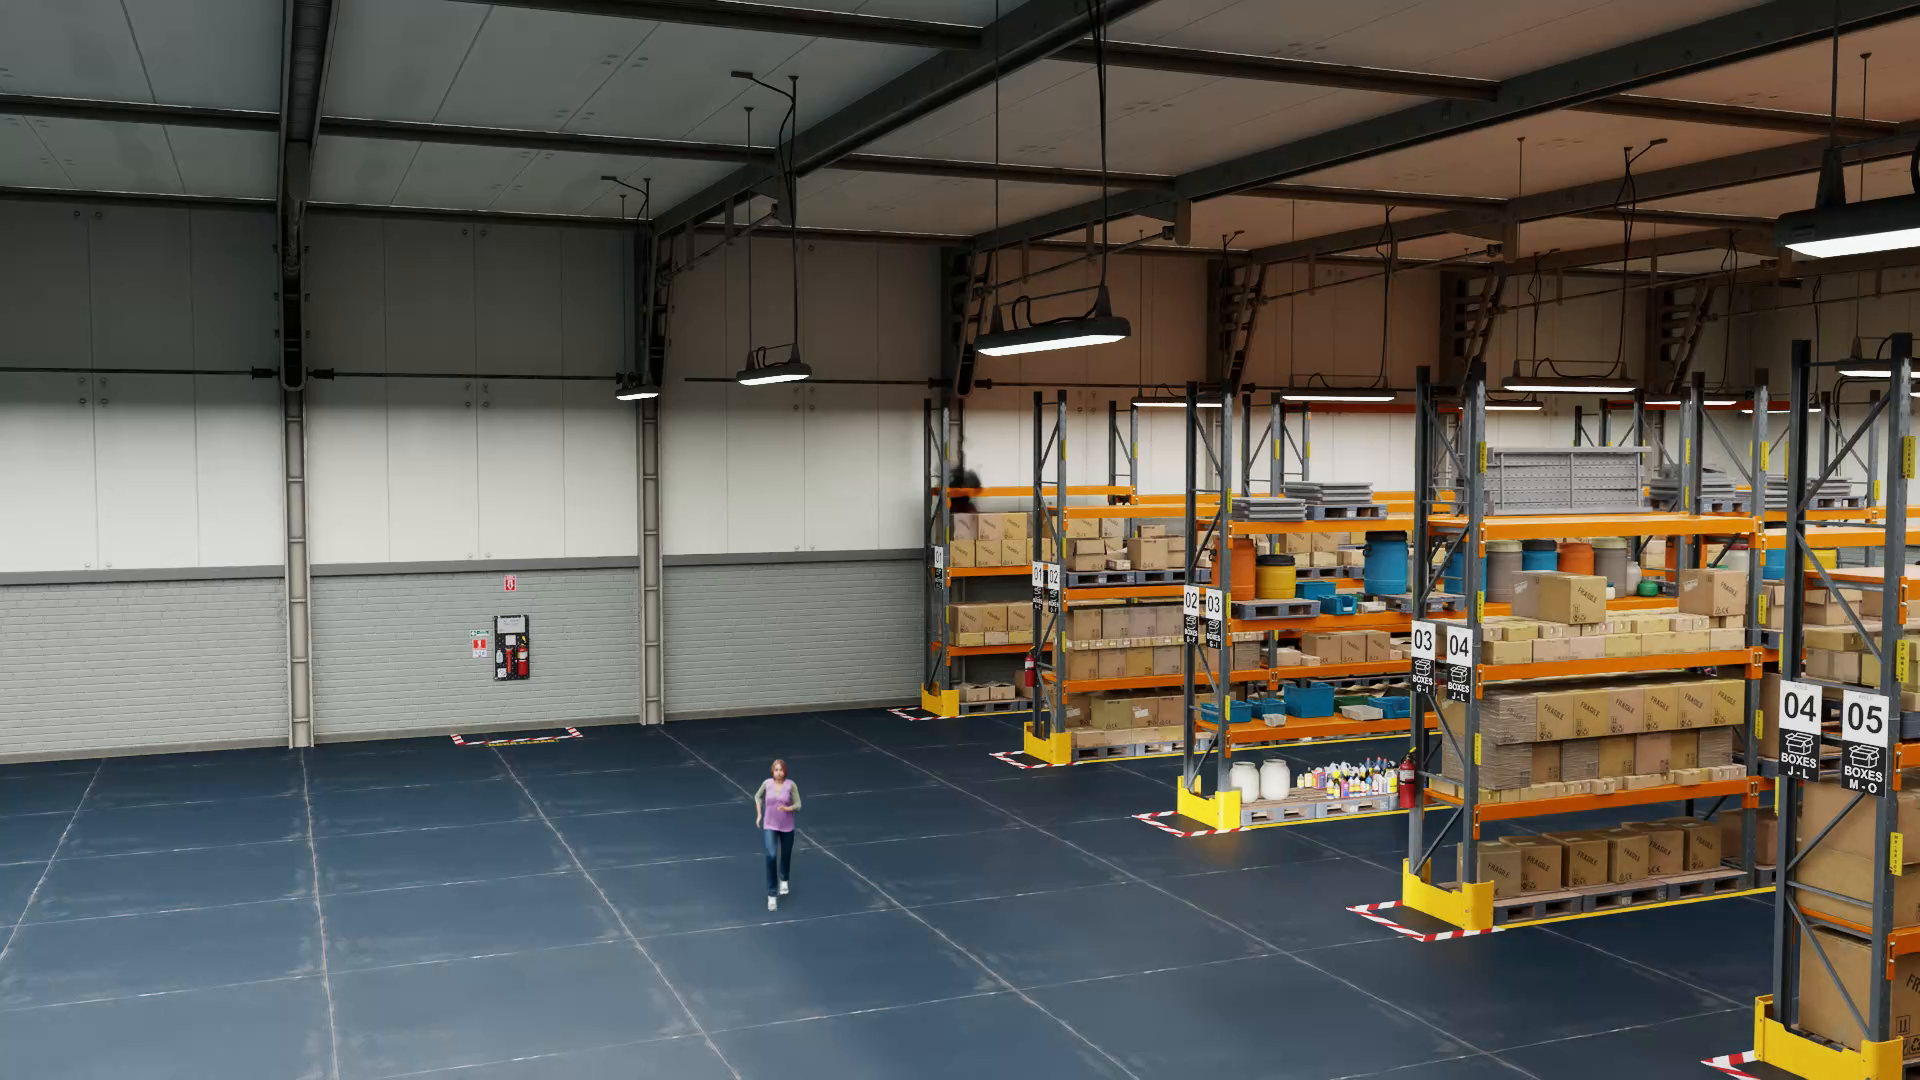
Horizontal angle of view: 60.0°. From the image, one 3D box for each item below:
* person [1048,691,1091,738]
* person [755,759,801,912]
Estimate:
[{"bbox_3d":[1.930,2.582,28.881,0.971,1.707,0.657,-2,4,-26],"label":"person"},{"bbox_3d":[-2.031,3.261,18.597,0.510,1.643,0.737,0,3,-7],"label":"person"}]
